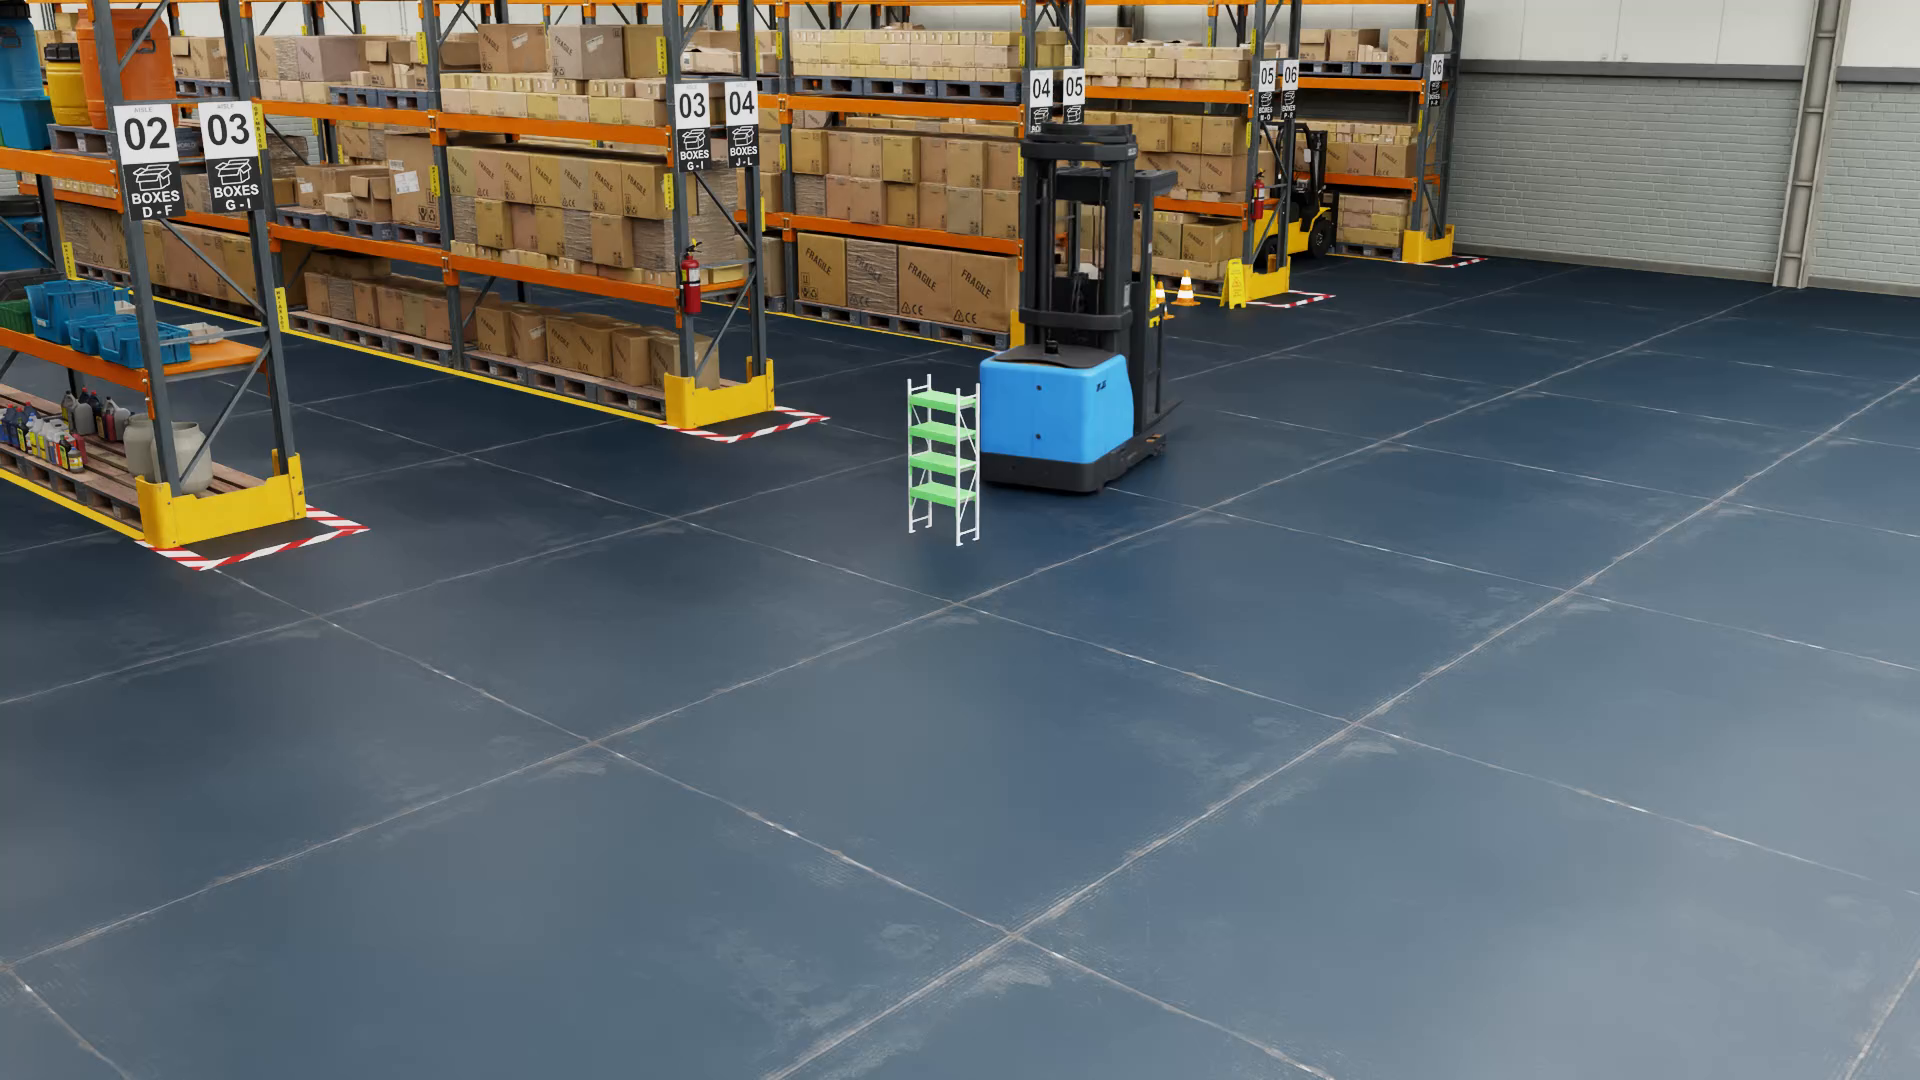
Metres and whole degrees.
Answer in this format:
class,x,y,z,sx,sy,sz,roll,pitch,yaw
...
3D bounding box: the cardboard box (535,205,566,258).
class,x,y,z,sx,sy,sz,roll,pitch,yaw
cardboard box,-3.862,-3.230,17.174,0.500,0.500,0.875,15,23,39

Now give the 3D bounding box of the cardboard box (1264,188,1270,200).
class,x,y,z,sx,sy,sz,roll,pitch,yaw
cardboard box,4.158,-4.875,23.429,0.250,0.149,0.380,15,23,39

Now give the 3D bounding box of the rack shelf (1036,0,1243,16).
class,x,y,z,sx,sy,sz,roll,pitch,yaw
rack shelf,3.079,-9.534,29.627,4.000,0.370,1.077,15,23,39

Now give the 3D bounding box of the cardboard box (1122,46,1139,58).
class,x,y,z,sx,sy,sz,roll,pitch,yaw
cardboard box,2.519,-6.942,23.666,0.250,0.149,0.380,16,23,40

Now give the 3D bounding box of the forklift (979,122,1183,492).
class,x,y,z,sx,sy,sz,roll,pitch,yaw
forklift,1.230,-2.190,14.668,1.130,2.935,3.031,8,19,24

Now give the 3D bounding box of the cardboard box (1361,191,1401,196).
class,x,y,z,sx,sy,sz,roll,pitch,yaw
cardboard box,6.956,-5.608,27.523,0.500,0.250,0.500,15,23,39

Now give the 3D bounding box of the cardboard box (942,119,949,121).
class,x,y,z,sx,sy,sz,roll,pitch,yaw
cardboard box,-0.005,-6.535,26.893,0.500,0.500,0.500,14,22,37

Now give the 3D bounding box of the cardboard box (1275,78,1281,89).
class,x,y,z,sx,sy,sz,roll,pitch,yaw
cardboard box,4.242,-6.330,23.054,0.250,0.149,0.380,15,23,39

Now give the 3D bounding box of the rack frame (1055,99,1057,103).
class,x,y,z,sx,sy,sz,roll,pitch,yaw
rack frame,1.583,-7.610,31.631,0.127,3.000,1.000,15,23,39

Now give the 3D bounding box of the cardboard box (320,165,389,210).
class,x,y,z,sx,sy,sz,roll,pitch,yaw
cardboard box,-7.373,-4.303,20.351,0.700,0.500,0.500,-14,22,-38

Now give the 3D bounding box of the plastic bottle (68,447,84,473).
class,x,y,z,sx,sy,sz,roll,pitch,yaw
plastic bottle,-7.256,-0.662,13.639,0.097,0.201,0.097,0,18,0

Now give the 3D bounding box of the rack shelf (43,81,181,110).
class,x,y,z,sx,sy,sz,roll,pitch,yaw
rack shelf,-12.775,-6.535,24.476,4.000,0.370,1.077,15,23,39

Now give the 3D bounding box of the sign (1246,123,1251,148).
class,x,y,z,sx,sy,sz,roll,pitch,yaw
sign,3.891,-5.461,22.422,0.005,0.325,0.100,15,23,39

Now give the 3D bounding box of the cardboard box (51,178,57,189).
class,x,y,z,sx,sy,sz,roll,pitch,yaw
cardboard box,-13.454,-5.378,25.016,0.250,0.149,0.380,14,23,38

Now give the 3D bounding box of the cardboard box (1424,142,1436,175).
class,x,y,z,sx,sy,sz,roll,pitch,yaw
cardboard box,7.380,-6.213,27.066,0.500,0.500,0.500,16,24,41

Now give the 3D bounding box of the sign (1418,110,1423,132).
class,x,y,z,sx,sy,sz,roll,pitch,yaw
sign,7.196,-6.548,25.980,0.005,0.325,0.100,15,23,39

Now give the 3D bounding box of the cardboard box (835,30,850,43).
class,x,y,z,sx,sy,sz,roll,pitch,yaw
cardboard box,-1.310,-6.178,20.397,0.250,0.149,0.380,15,23,38

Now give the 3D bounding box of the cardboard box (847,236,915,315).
class,x,y,z,sx,sy,sz,roll,pitch,yaw
cardboard box,-0.827,-3.408,21.209,0.875,0.875,0.875,15,23,40

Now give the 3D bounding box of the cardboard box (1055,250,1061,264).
class,x,y,z,sx,sy,sz,roll,pitch,yaw
cardboard box,1.181,-3.970,24.289,0.500,0.500,0.500,-3,18,-8

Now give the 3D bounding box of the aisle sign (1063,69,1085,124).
class,x,y,z,sx,sy,sz,roll,pitch,yaw
aisle sign,1.316,-5.032,19.211,0.004,0.787,0.394,15,23,39

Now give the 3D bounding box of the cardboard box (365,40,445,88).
class,x,y,z,sx,sy,sz,roll,pitch,yaw
cardboard box,-6.287,-5.426,18.925,0.637,0.503,0.797,16,24,41

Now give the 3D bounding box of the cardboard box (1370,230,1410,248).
class,x,y,z,sx,sy,sz,roll,pitch,yaw
cardboard box,7.005,-4.916,26.994,0.500,0.250,0.500,15,23,40

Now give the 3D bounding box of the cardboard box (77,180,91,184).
class,x,y,z,sx,sy,sz,roll,pitch,yaw
cardboard box,-12.554,-5.352,24.274,0.500,0.250,0.500,16,23,40

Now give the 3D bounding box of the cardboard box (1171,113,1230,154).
class,x,y,z,sx,sy,sz,roll,pitch,yaw
cardboard box,3.374,-5.702,23.310,0.500,0.500,0.700,15,23,40

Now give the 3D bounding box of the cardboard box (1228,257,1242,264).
class,x,y,z,sx,sy,sz,roll,pitch,yaw
cardboard box,3.854,-3.994,24.088,0.500,0.250,0.500,15,23,39

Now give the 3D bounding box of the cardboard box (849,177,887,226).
class,x,y,z,sx,sy,sz,roll,pitch,yaw
cardboard box,-0.892,-4.302,20.961,0.550,0.550,0.875,15,23,39

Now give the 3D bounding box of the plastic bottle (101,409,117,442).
class,x,y,z,sx,sy,sz,roll,pitch,yaw
plastic bottle,-7.476,-1.010,14.598,0.133,0.283,0.061,15,23,39

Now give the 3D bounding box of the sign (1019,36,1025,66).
class,x,y,z,sx,sy,sz,roll,pitch,yaw
sign,0.694,-5.433,18.482,0.005,0.325,0.100,15,23,39

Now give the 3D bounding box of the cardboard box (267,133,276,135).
class,x,y,z,sx,sy,sz,roll,pitch,yaw
cardboard box,-9.309,-5.052,21.746,0.637,0.503,0.797,16,23,40

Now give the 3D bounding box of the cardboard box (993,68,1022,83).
class,x,y,z,sx,sy,sz,roll,pitch,yaw
cardboard box,0.591,-5.287,18.910,0.250,0.149,0.380,15,23,39

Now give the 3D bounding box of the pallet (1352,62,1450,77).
class,x,y,z,sx,sy,sz,roll,pitch,yaw
pallet,7.055,-7.539,26.595,1.213,0.211,1.003,15,23,39

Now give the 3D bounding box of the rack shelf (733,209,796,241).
class,x,y,z,sx,sy,sz,roll,pitch,yaw
rack shelf,-3.424,-4.601,23.340,4.000,0.370,1.077,15,23,39

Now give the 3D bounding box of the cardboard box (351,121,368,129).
class,x,y,z,sx,sy,sz,roll,pitch,yaw
cardboard box,-9.987,-7.258,28.214,0.500,0.500,0.500,14,23,38

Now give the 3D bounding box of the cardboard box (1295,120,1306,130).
class,x,y,z,sx,sy,sz,roll,pitch,yaw
cardboard box,5.632,-6.933,27.770,0.250,0.149,0.380,15,23,39

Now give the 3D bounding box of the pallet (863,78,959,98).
class,x,y,z,sx,sy,sz,roll,pitch,yaw
pallet,-0.414,-5.518,20.229,1.213,0.211,1.003,15,23,39

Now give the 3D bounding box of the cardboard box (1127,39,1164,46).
class,x,y,z,sx,sy,sz,roll,pitch,yaw
cardboard box,3.297,-8.686,29.351,0.500,0.311,0.500,14,22,37

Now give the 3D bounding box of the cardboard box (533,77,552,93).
class,x,y,z,sx,sy,sz,roll,pitch,yaw
cardboard box,-4.041,-4.557,16.641,0.250,0.149,0.380,16,23,41

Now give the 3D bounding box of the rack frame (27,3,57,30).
class,x,y,z,sx,sy,sz,roll,pitch,yaw
rack frame,-14.271,-8.710,25.179,0.127,3.000,1.000,15,23,39

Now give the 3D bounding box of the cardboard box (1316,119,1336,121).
class,x,y,z,sx,sy,sz,roll,pitch,yaw
cardboard box,6.119,-6.987,27.940,0.250,0.149,0.380,16,24,41

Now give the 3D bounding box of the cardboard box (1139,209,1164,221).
class,x,y,z,sx,sy,sz,roll,pitch,yaw
cardboard box,2.801,-4.701,24.004,0.250,0.149,0.380,16,24,42

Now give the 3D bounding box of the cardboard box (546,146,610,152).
class,x,y,z,sx,sy,sz,roll,pitch,yaw
cardboard box,-4.028,-3.878,17.562,0.500,0.500,0.500,15,23,39

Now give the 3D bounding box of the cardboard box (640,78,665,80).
class,x,y,z,sx,sy,sz,roll,pitch,yaw
cardboard box,-2.913,-4.461,16.339,0.250,0.149,0.380,16,24,41

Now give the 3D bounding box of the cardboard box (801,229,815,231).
class,x,y,z,sx,sy,sz,roll,pitch,yaw
cardboard box,-2.171,-5.831,28.844,0.875,0.875,0.875,15,23,39

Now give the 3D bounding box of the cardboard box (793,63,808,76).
class,x,y,z,sx,sy,sz,roll,pitch,yaw
cardboard box,-1.881,-5.950,20.999,0.250,0.149,0.380,15,23,38

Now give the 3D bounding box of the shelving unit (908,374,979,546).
class,x,y,z,sx,sy,sz,roll,pitch,yaw
shelving unit,-0.124,-0.605,12.535,0.503,1.200,0.258,15,23,39

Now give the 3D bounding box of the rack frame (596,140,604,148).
class,x,y,z,sx,sy,sz,roll,pitch,yaw
rack frame,-4.919,-5.346,24.497,0.127,3.000,1.000,15,23,39

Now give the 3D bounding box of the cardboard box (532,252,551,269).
class,x,y,z,sx,sy,sz,roll,pitch,yaw
cardboard box,-4.204,-2.912,17.242,0.250,0.149,0.380,15,23,39

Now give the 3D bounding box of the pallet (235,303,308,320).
class,x,y,z,sx,sy,sz,roll,pitch,yaw
pallet,-8.827,-3.090,21.999,1.213,0.211,1.003,15,23,39

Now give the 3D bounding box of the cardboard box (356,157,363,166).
class,x,y,z,sx,sy,sz,roll,pitch,yaw
cardboard box,-10.210,-6.564,28.751,0.250,0.149,0.380,16,24,42

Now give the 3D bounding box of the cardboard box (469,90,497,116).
class,x,y,z,sx,sy,sz,roll,pitch,yaw
cardboard box,-4.730,-4.545,17.265,0.500,0.250,0.500,15,23,39

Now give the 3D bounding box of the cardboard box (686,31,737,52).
class,x,y,z,sx,sy,sz,roll,pitch,yaw
cardboard box,-3.433,-6.785,23.049,0.500,0.500,0.500,15,23,39

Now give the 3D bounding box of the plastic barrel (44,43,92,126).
class,x,y,z,sx,sy,sz,roll,pitch,yaw
plastic barrel,-6.528,-3.437,12.518,0.600,0.588,0.600,0,18,0

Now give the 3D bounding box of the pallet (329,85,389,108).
class,x,y,z,sx,sy,sz,roll,pitch,yaw
pallet,-6.464,-5.136,19.189,1.003,0.211,1.213,15,23,39
